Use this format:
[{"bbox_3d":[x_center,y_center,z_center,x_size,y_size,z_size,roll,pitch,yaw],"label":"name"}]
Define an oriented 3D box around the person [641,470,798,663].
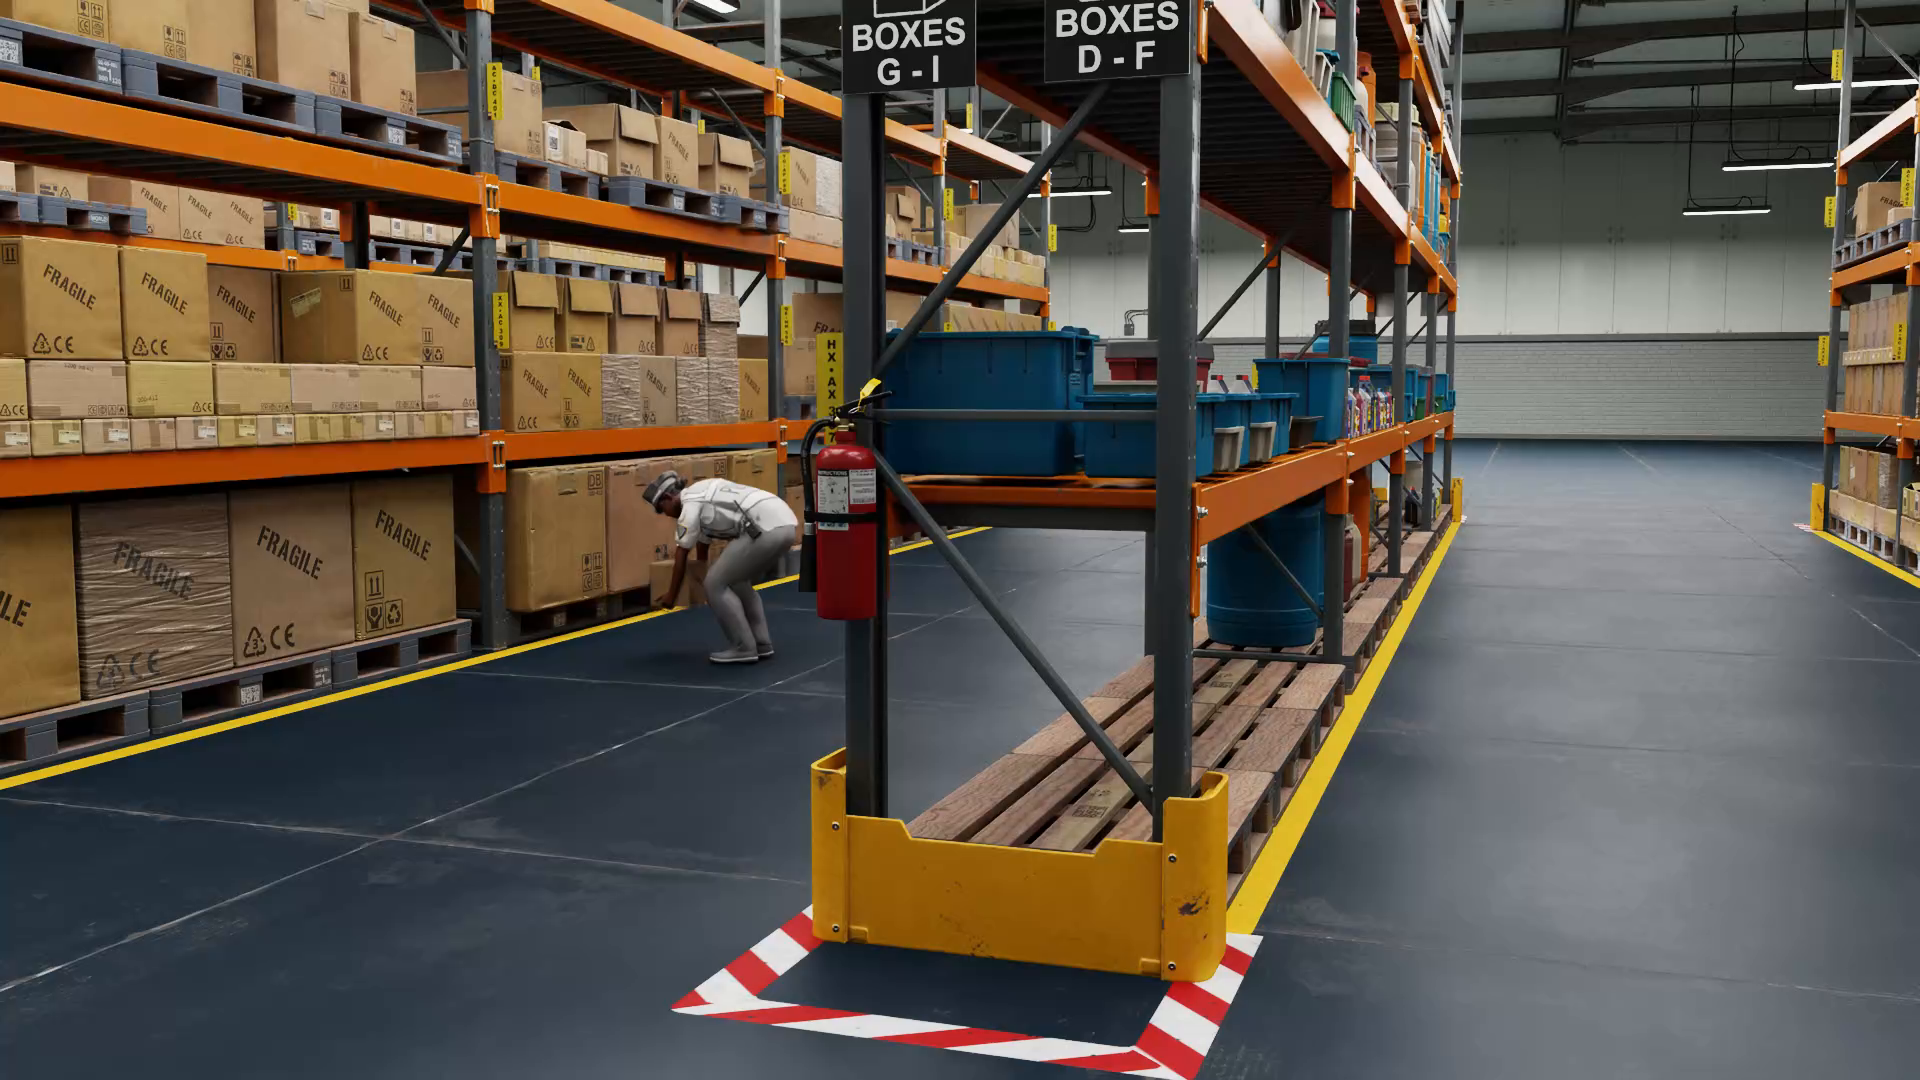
[{"bbox_3d":[-1.401,0.150,9.677,0.930,1.103,0.436,2,6,16],"label":"person"}]
